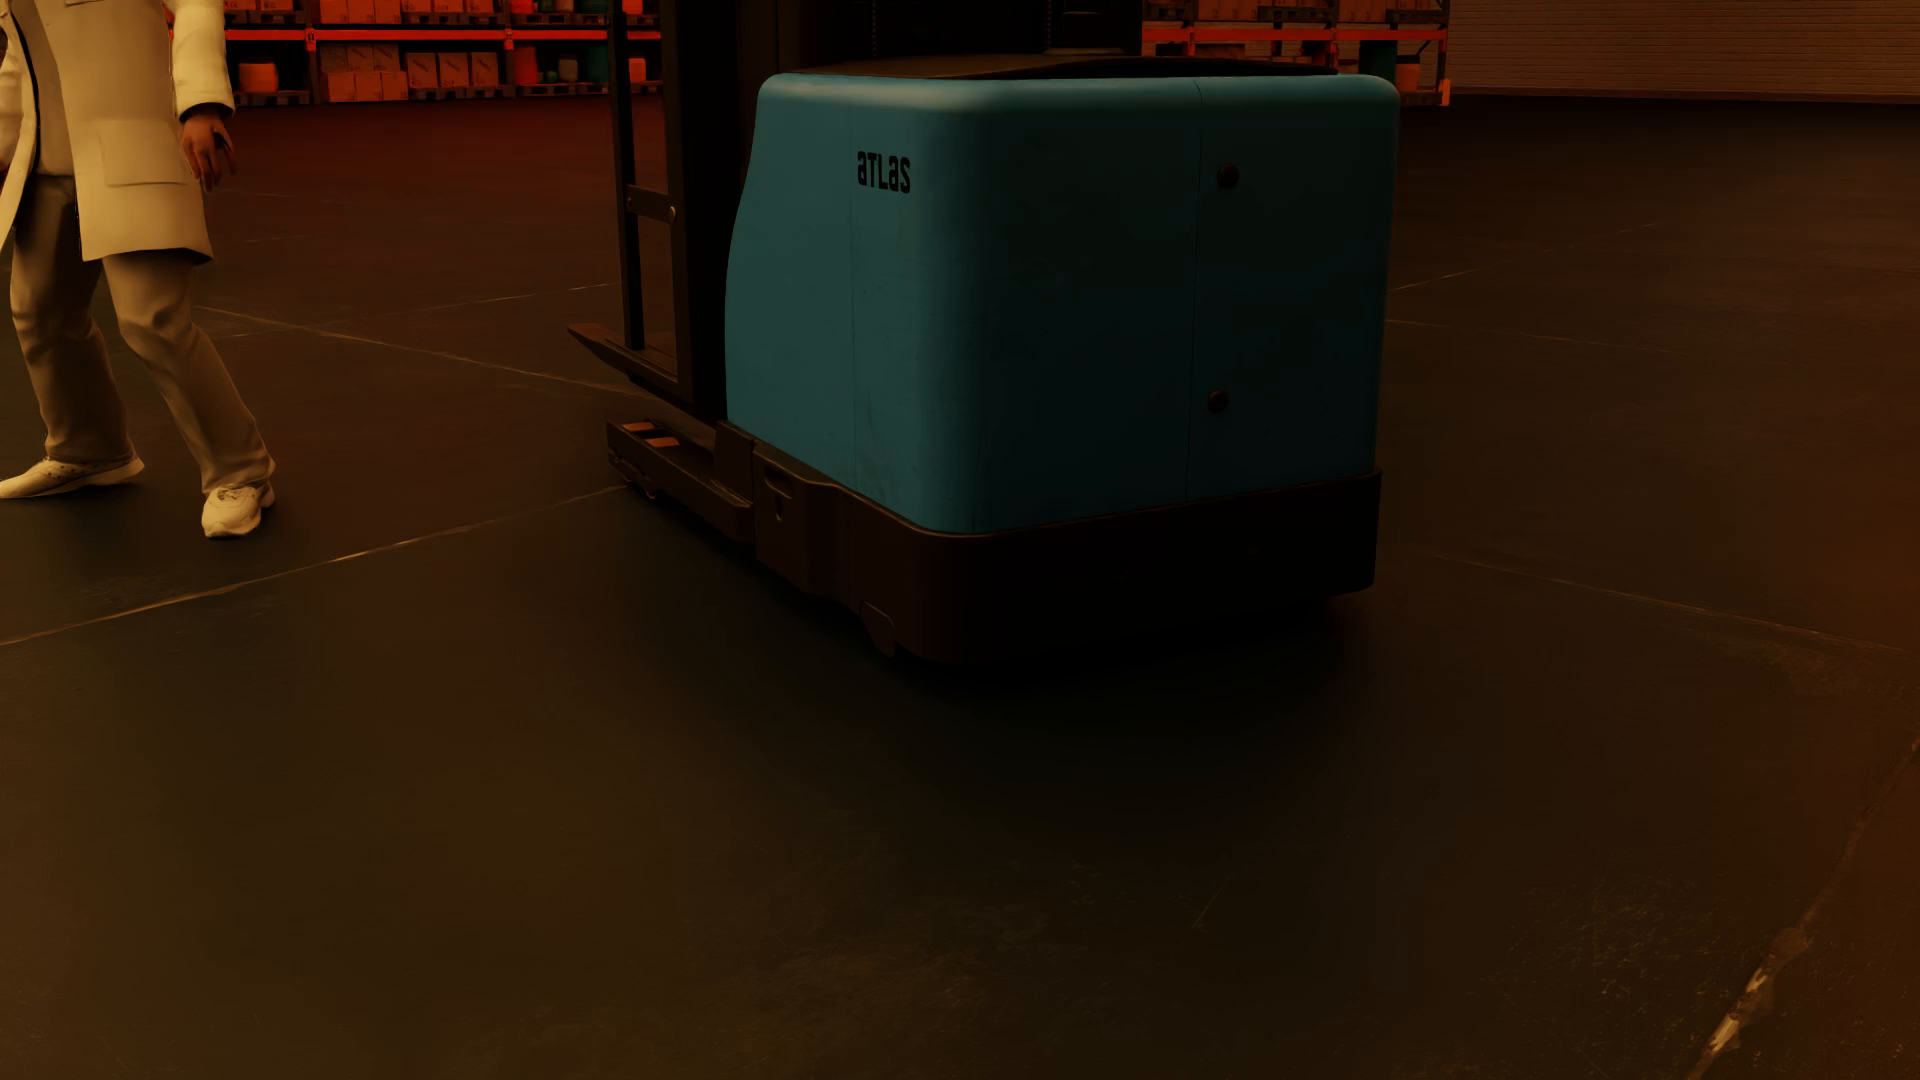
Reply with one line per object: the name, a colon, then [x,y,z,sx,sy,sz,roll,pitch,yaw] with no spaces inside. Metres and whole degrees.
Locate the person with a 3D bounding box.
person: [-2.047,-0.882,3.952,0.985,1.735,0.409,8,19,25]

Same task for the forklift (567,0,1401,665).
forklift: [-0.288,-1.559,4.031,1.130,2.935,3.031,-9,19,-27]
